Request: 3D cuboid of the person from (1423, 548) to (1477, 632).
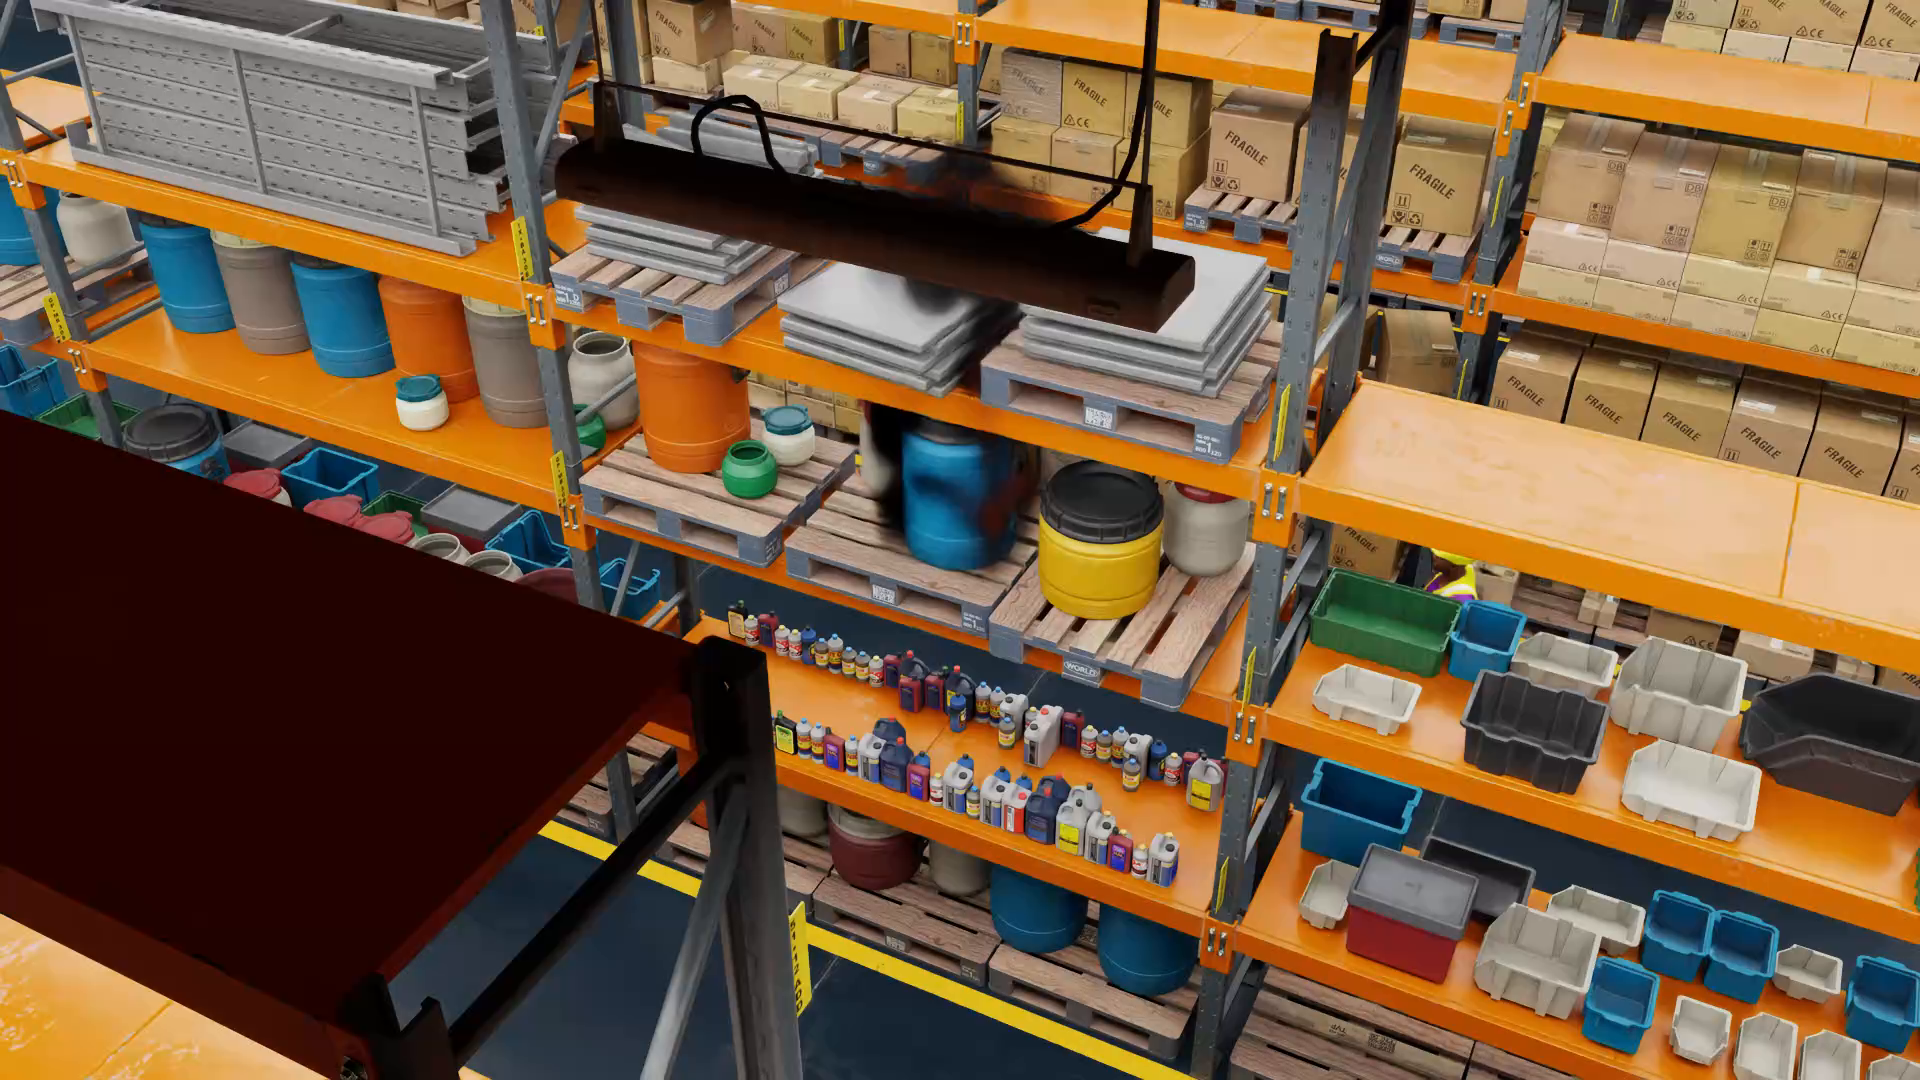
[{"bbox_3d":[3.128,0.757,10.869,0.835,1.867,0.663,14,37,19],"label":"person"}]
